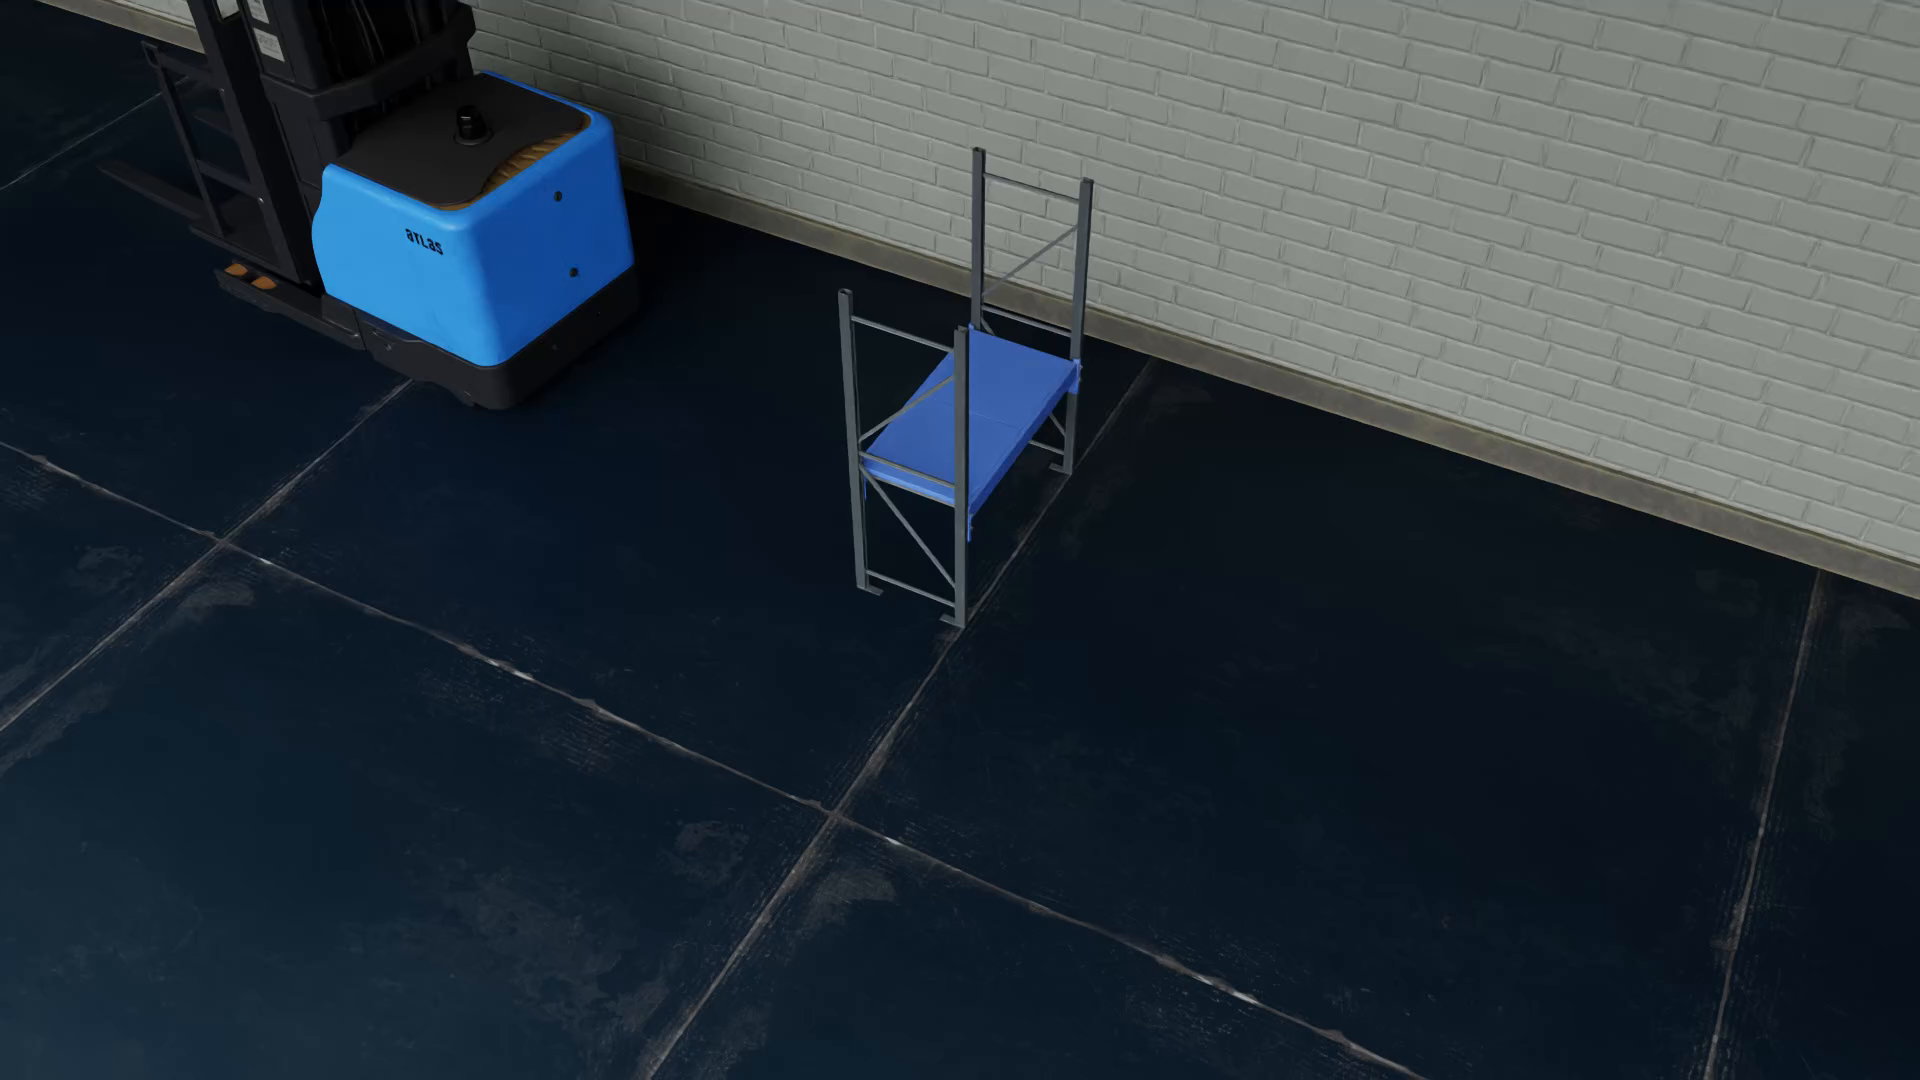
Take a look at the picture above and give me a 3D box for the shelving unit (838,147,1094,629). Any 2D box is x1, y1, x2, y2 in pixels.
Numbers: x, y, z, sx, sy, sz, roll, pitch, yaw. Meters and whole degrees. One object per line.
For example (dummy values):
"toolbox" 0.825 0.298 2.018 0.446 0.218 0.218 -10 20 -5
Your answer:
"shelving unit" 0.040 -0.581 6.550 0.538 1.500 1.048 20 49 19

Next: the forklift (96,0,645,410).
"forklift" -3.043 -2.438 7.379 3.031 2.935 1.130 25 50 23

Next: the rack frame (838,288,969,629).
"rack frame" -0.196 -0.261 6.233 0.500 1.500 0.032 20 49 19

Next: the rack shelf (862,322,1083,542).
"rack shelf" 0.040 -0.455 6.678 0.538 0.185 1.000 20 49 19

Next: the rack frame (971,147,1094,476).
"rack frame" 0.276 -0.901 6.866 0.500 1.500 0.032 20 49 19
